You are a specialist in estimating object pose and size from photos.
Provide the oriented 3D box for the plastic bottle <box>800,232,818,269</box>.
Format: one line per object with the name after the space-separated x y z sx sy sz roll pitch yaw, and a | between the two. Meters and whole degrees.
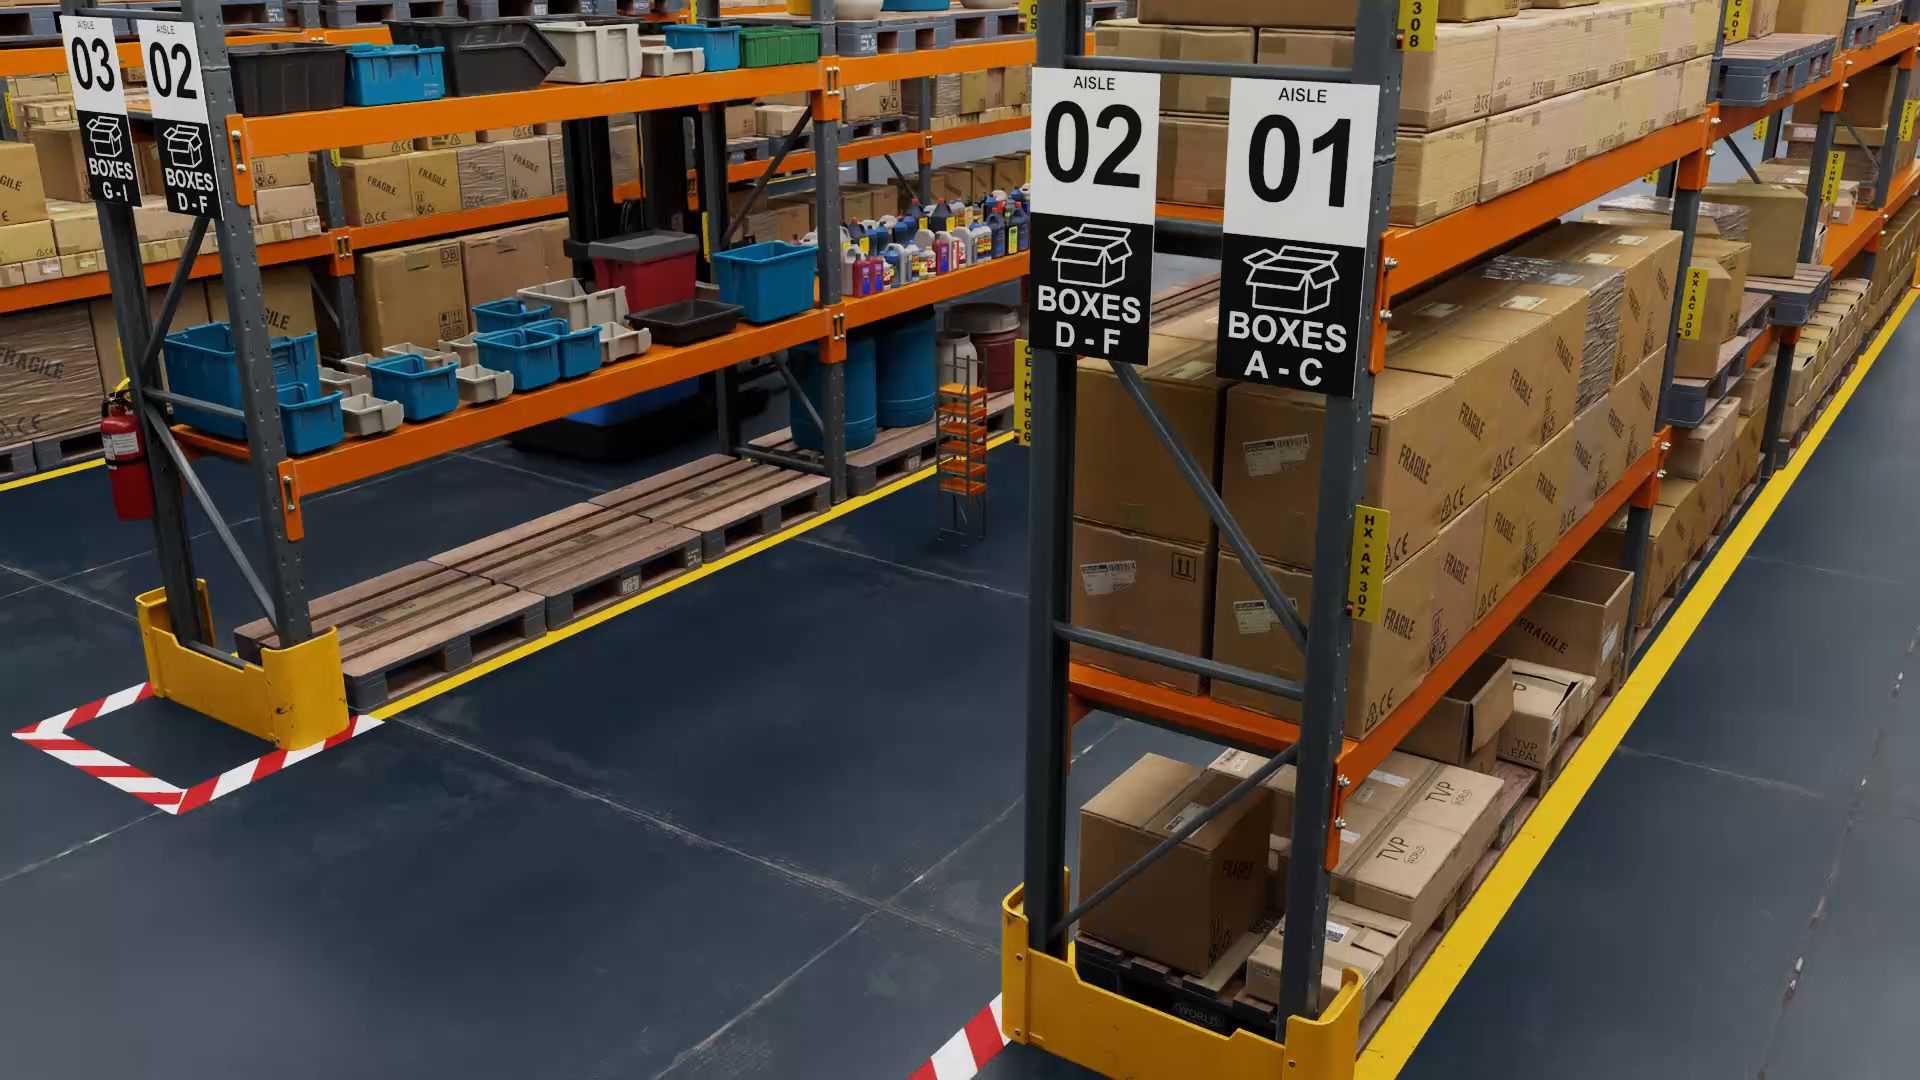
-1.032 -1.970 11.446 0.152 0.276 0.135 13 24 32 | plastic bottle

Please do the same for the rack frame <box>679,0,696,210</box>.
-3.040 -3.861 16.379 1.000 3.000 0.127 13 24 32 | rack frame

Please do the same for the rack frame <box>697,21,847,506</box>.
-1.192 -1.747 10.665 1.000 3.000 0.127 13 24 32 | rack frame

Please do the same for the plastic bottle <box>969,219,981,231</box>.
0.112 -2.190 12.046 0.097 0.271 0.097 0 20 0 | plastic bottle

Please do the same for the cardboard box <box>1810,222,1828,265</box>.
5.814 -2.105 11.761 0.500 0.311 0.500 13 24 31 | cardboard box

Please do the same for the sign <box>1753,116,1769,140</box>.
6.940 -3.627 14.384 0.100 0.325 0.005 13 24 32 | sign

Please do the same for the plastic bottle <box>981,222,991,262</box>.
0.177 -2.134 11.895 0.097 0.271 0.097 0 20 0 | plastic bottle

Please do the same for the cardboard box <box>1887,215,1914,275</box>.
8.761 -2.838 15.890 0.500 0.500 0.500 13 24 32 | cardboard box

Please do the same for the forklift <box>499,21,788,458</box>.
-2.152 -2.408 12.551 1.130 2.935 3.031 11 23 28 | forklift

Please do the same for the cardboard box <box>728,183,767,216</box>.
-2.398 -3.599 17.559 0.500 0.250 0.500 17 26 38 | cardboard box

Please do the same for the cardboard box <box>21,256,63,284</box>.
-6.343 -1.855 11.318 0.380 0.149 0.250 13 24 31 | cardboard box

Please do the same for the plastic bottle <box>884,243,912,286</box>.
-0.411 -1.853 11.129 0.152 0.276 0.135 13 24 32 | plastic bottle

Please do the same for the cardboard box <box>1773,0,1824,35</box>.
4.355 -2.954 9.461 0.910 0.500 0.500 13 24 32 | cardboard box

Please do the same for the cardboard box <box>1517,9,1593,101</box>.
1.721 -1.587 5.404 0.500 0.250 0.500 13 24 32 | cardboard box

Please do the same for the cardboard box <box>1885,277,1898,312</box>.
8.482 -2.342 15.631 0.500 0.250 0.500 13 24 32 | cardboard box

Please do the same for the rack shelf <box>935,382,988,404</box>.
0.008 -0.863 9.959 0.258 0.103 0.180 13 24 32 | rack shelf

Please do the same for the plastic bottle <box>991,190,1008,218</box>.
0.286 -2.643 13.265 0.152 0.276 0.135 13 24 32 | plastic bottle

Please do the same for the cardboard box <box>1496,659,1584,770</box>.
2.395 0.708 7.268 0.500 0.311 0.500 13 24 32 | cardboard box

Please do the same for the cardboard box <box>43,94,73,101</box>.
-8.972 -4.372 16.660 0.380 0.149 0.250 12 24 30 | cardboard box

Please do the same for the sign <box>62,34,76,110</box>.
-3.904 -2.060 7.338 0.100 0.325 0.005 13 24 32 | sign

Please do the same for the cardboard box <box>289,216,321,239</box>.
-5.189 -2.444 12.911 0.380 0.149 0.250 13 24 32 | cardboard box

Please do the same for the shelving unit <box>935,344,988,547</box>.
0.008 -0.567 10.068 0.258 1.200 0.189 13 24 32 | shelving unit

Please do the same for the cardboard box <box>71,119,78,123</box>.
-8.587 -4.026 16.154 0.380 0.149 0.250 13 24 31 | cardboard box

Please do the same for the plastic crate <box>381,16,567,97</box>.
-2.354 -2.362 8.093 0.504 0.338 0.767 13 24 32 | plastic crate

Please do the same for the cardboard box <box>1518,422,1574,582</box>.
1.974 -0.191 6.314 0.500 0.500 0.500 14 24 33 | cardboard box

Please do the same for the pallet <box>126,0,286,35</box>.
-5.757 -3.846 12.143 1.003 0.211 1.213 13 24 32 | pallet

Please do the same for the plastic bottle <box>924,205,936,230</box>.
-0.233 -2.378 12.549 0.152 0.276 0.135 13 24 32 | plastic bottle

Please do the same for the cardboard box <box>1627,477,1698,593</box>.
3.667 -0.061 9.075 0.500 0.500 0.500 14 24 33 | cardboard box

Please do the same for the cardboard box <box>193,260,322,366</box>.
-5.725 -1.740 13.103 0.875 0.875 0.875 13 24 32 | cardboard box

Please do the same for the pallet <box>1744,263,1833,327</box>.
4.828 -1.630 10.624 1.213 0.211 1.003 13 24 32 | pallet

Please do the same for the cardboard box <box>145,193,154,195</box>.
-6.053 -2.557 12.642 0.500 0.250 0.500 13 24 32 | cardboard box

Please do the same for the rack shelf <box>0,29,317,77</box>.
-6.412 -3.209 11.330 1.077 0.370 4.000 13 24 32 | rack shelf

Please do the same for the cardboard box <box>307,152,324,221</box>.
-5.251 -2.948 13.766 0.500 0.500 0.500 13 24 32 | cardboard box

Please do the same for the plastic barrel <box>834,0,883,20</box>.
-0.689 -3.517 10.325 0.433 0.535 0.433 0 20 0 | plastic barrel

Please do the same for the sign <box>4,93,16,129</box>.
-8.880 -4.012 15.540 0.100 0.325 0.005 13 24 32 | sign

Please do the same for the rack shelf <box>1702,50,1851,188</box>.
4.027 -2.424 9.207 1.077 0.370 4.000 13 24 32 | rack shelf

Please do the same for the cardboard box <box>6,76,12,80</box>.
-11.876 -5.820 20.090 0.500 0.500 0.500 13 24 32 | cardboard box

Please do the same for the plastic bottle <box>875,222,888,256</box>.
-0.559 -2.132 11.891 0.097 0.271 0.097 0 20 0 | plastic bottle

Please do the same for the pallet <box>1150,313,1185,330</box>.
1.524 -1.802 14.832 1.003 0.211 1.213 13 24 32 | pallet

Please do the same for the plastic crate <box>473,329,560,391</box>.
-2.289 -0.934 8.621 0.416 0.233 0.300 13 24 32 | plastic crate

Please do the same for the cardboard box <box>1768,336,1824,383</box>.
5.977 -1.344 12.124 0.500 0.311 0.500 13 24 31 | cardboard box

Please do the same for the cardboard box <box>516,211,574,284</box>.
-3.952 -2.613 15.463 1.225 0.875 0.875 13 24 32 | cardboard box

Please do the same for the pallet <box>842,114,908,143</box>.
-1.341 -4.728 18.999 1.003 0.211 1.213 13 24 32 | pallet

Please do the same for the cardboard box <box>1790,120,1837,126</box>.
7.516 -3.617 14.641 0.380 0.149 0.250 13 24 31 | cardboard box

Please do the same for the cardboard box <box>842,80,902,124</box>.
-1.353 -5.286 18.763 1.000 1.000 1.000 13 24 32 | cardboard box

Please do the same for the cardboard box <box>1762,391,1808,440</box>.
5.689 -0.928 11.809 0.500 0.250 0.500 13 24 32 | cardboard box

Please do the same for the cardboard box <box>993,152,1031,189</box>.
0.785 -4.827 21.988 0.500 0.500 0.500 -17 26 -38 | cardboard box

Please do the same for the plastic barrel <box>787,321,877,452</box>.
-0.872 -1.113 11.370 0.600 0.901 0.708 13 24 32 | plastic barrel

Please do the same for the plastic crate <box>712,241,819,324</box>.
-1.172 -1.568 10.116 0.392 0.384 0.575 13 24 32 | plastic crate

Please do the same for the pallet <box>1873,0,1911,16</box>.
7.858 -4.691 14.427 1.003 0.211 1.213 13 24 32 | pallet

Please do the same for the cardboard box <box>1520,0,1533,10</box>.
1.473 -1.997 5.432 0.700 0.500 0.500 13 24 32 | cardboard box

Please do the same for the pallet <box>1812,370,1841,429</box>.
6.333 -1.197 13.198 1.003 0.211 1.213 13 24 32 | pallet

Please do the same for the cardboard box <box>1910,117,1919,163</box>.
9.375 -4.139 16.986 0.700 0.500 0.500 13 24 32 | cardboard box

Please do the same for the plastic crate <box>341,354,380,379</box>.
-2.957 -0.854 8.543 0.396 0.136 0.243 13 24 32 | plastic crate

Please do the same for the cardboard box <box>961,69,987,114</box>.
-0.177 -5.449 20.099 0.875 0.500 0.500 13 24 32 | cardboard box

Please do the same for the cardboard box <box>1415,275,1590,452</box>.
1.979 -0.664 6.152 0.500 0.500 0.500 13 24 31 | cardboard box

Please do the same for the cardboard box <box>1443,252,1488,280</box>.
1.826 -0.920 6.844 0.500 0.500 0.500 12 24 30 | cardboard box

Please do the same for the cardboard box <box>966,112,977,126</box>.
-0.020 -5.114 20.128 0.380 0.149 0.250 13 24 32 | cardboard box

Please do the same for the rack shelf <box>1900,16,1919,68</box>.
8.524 -4.719 15.412 1.077 0.370 4.000 13 24 32 | rack shelf

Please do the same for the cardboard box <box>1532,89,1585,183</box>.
1.725 -1.352 5.488 0.500 0.250 0.500 13 24 32 | cardboard box
